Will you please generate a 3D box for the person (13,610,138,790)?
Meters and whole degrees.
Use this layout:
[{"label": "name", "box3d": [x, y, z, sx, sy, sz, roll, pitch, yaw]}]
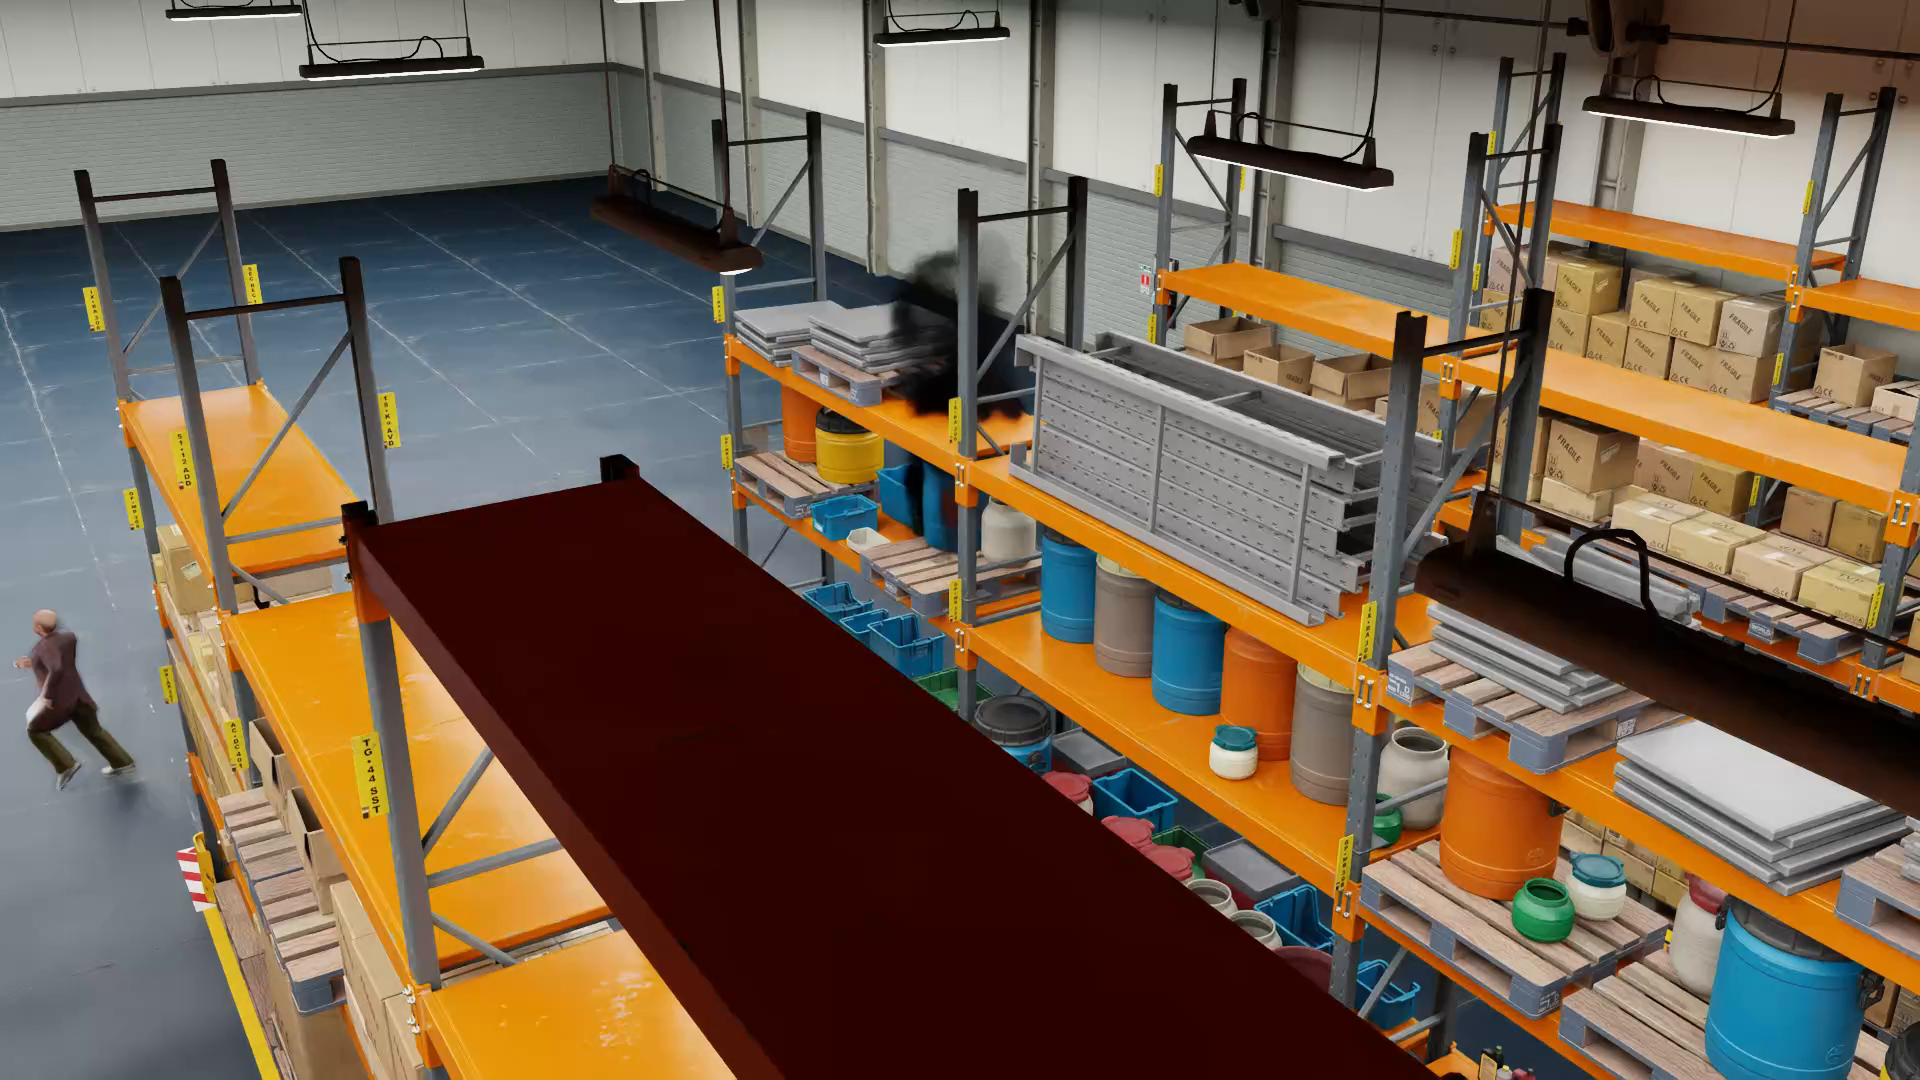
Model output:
[{"label": "person", "box3d": [-8.232, 1.495, 15.294, 0.960, 1.804, 0.728, 3, 22, 7]}]
